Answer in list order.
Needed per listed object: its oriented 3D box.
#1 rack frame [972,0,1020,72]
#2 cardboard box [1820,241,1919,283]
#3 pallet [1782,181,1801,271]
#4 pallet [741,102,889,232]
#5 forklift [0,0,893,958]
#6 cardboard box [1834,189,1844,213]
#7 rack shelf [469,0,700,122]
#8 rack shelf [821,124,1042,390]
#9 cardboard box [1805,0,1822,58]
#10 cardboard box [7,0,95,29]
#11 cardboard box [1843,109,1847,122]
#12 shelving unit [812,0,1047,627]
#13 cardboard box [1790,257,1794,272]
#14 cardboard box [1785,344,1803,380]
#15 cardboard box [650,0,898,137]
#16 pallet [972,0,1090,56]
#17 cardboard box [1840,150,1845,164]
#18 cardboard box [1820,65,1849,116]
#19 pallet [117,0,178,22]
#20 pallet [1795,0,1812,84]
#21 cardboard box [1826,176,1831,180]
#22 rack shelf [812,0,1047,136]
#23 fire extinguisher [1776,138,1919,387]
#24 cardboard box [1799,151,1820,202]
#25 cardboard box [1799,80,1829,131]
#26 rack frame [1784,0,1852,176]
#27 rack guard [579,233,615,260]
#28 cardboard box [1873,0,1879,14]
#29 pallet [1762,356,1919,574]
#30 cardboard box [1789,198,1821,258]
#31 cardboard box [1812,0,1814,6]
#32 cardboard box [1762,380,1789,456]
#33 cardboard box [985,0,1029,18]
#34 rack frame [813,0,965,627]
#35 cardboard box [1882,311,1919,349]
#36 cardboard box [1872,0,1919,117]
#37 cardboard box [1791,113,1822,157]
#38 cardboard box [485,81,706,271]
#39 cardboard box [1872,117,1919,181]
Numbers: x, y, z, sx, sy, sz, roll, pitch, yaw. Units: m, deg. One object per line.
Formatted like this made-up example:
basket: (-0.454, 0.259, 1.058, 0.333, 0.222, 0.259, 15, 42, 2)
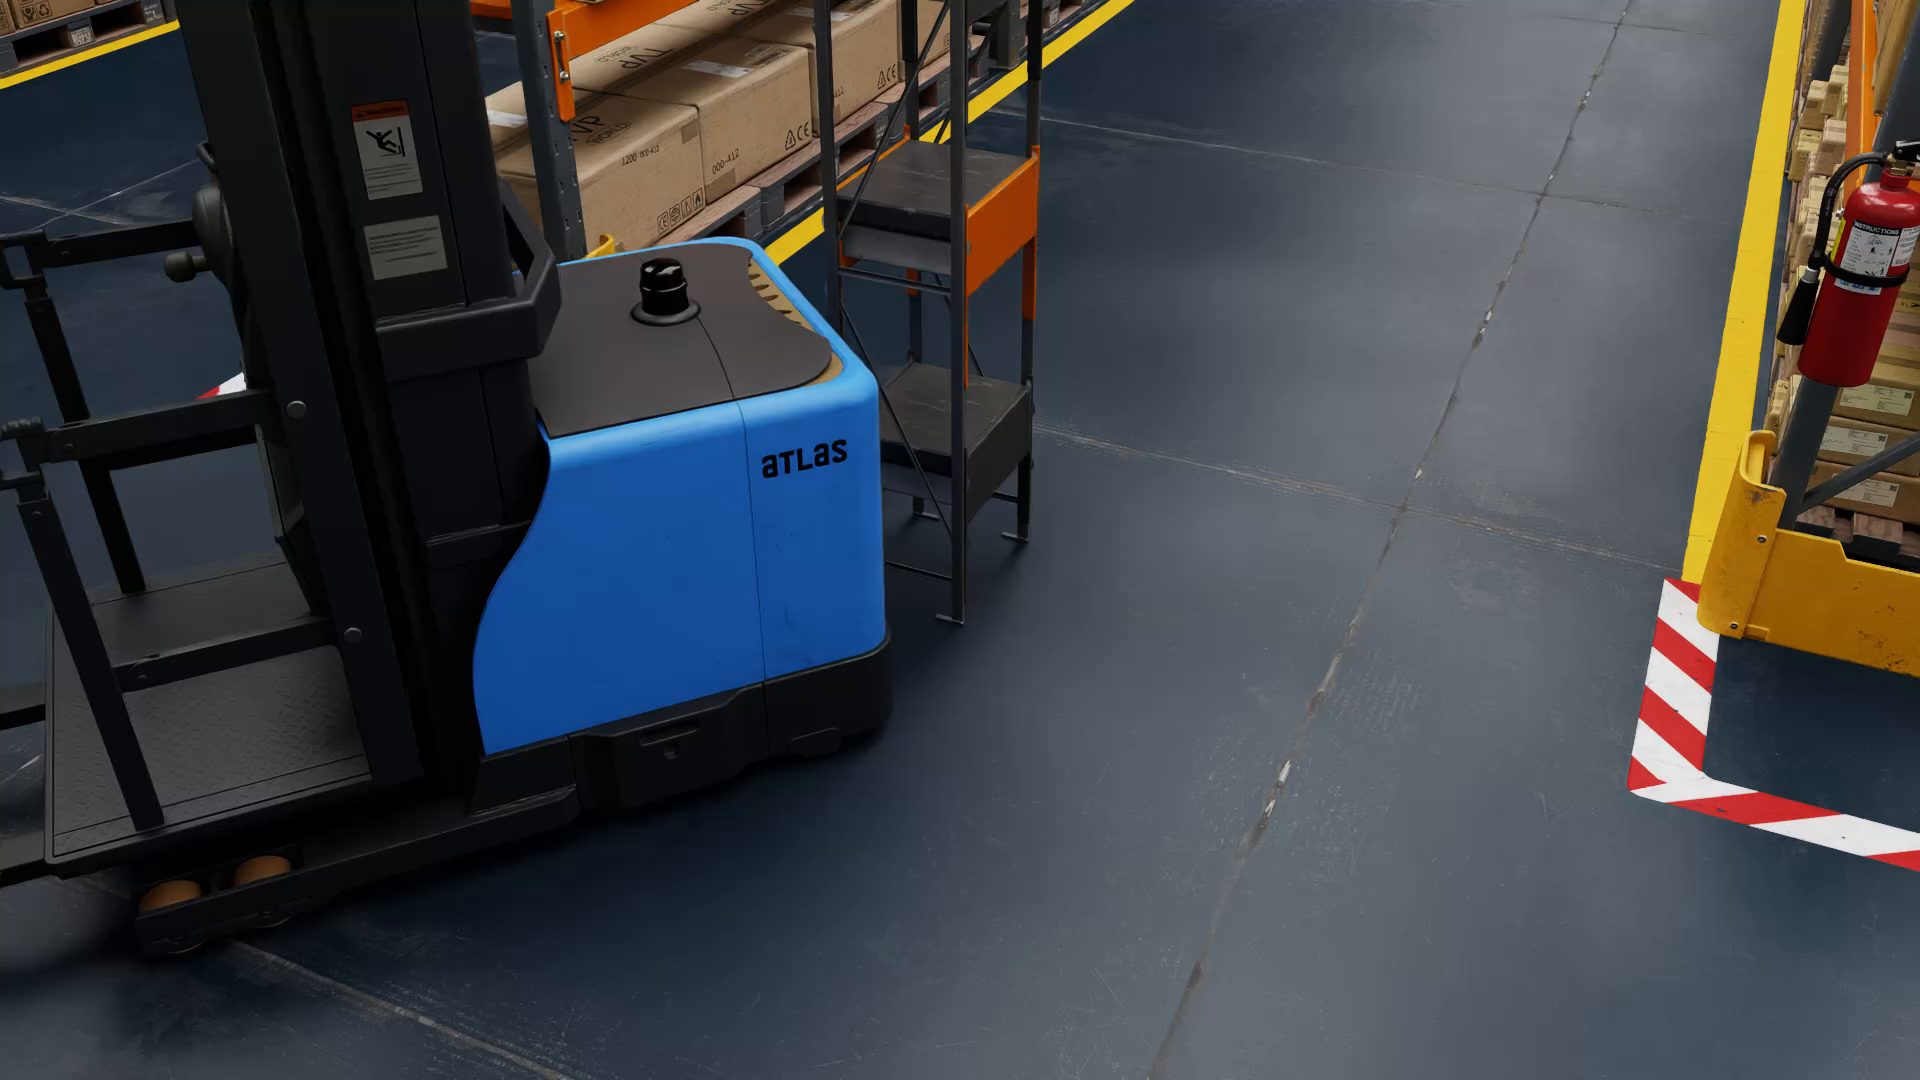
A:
rack frame: (-0.147, -3.987, 8.595, 1.000, 3.000, 0.127, 14, 36, 20)
cardboard box: (3.025, -0.848, 5.482, 0.380, 0.149, 0.250, 13, 35, 19)
pallet: (4.142, -1.393, 7.182, 1.003, 0.211, 1.213, 14, 36, 20)
pallet: (-1.046, -1.850, 7.879, 1.003, 0.211, 1.213, 14, 36, 20)
forklift: (-1.739, -0.610, 3.508, 3.031, 2.935, 1.130, -14, 36, -20)
cardboard box: (3.298, -1.100, 5.867, 0.380, 0.149, 0.250, 13, 35, 19)
rack shelf: (-0.984, -2.690, 7.273, 1.077, 0.370, 4.000, 14, 36, 20)
rack shelf: (-0.069, -0.784, 4.556, 0.431, 0.518, 0.480, 14, 36, 20)
cardboard box: (4.687, -2.714, 8.550, 0.500, 0.500, 0.500, 13, 36, 19)
cardboard box: (-5.284, -3.202, 9.294, 0.500, 0.500, 0.500, 15, 36, 21)
cardboard box: (3.740, -1.614, 6.650, 0.380, 0.149, 0.250, 13, 36, 19)
shelving unit: (-0.069, -0.796, 4.549, 0.431, 2.100, 0.503, 14, 36, 20)
cardboard box: (3.441, -1.122, 6.442, 0.380, 0.149, 0.250, 13, 35, 19)
cardboard box: (2.895, -0.605, 5.383, 0.380, 0.149, 0.250, 13, 35, 19)
cardboard box: (-0.882, -2.357, 8.063, 0.875, 0.438, 0.875, 13, 35, 19)
pallet: (0.107, -3.222, 9.972, 1.003, 0.211, 1.213, 14, 36, 20)
cardboard box: (3.520, -1.351, 6.250, 0.380, 0.149, 0.250, 13, 35, 19)
cardboard box: (3.890, -1.886, 7.066, 0.380, 0.149, 0.250, 16, 36, 23)
pallet: (-4.946, -3.616, 10.572, 1.003, 0.211, 1.213, 14, 36, 20)
pallet: (5.224, -2.733, 9.226, 1.003, 0.211, 1.213, 14, 36, 20)
cardboard box: (3.603, -1.361, 6.535, 0.380, 0.149, 0.250, 16, 36, 23)
rack shelf: (-0.069, -1.370, 4.172, 0.431, 0.518, 0.480, 14, 36, 20)
fire extinguisher: (2.193, -0.702, 3.995, 0.296, 0.674, 0.183, 14, 36, 20)
cardboard box: (3.779, -1.509, 7.033, 0.380, 0.149, 0.250, 14, 36, 20)
cardboard box: (3.949, -1.902, 7.361, 0.380, 0.149, 0.250, 16, 36, 23)
rack frame: (4.391, -2.902, 6.940, 1.000, 3.000, 0.127, 14, 36, 20)
rack guard: (-1.831, -0.937, 6.224, 1.175, 0.500, 0.348, 14, 36, 20)
cardboard box: (3.095, -1.869, 5.002, 0.500, 0.500, 0.500, 14, 36, 21)
pallet: (3.121, -0.178, 5.329, 1.003, 0.211, 1.213, 14, 36, 20)
cardboard box: (3.314, -1.133, 6.188, 0.380, 0.149, 0.250, 15, 36, 21)
cardboard box: (5.119, -3.222, 9.326, 0.500, 0.500, 0.500, 13, 36, 19)
cardboard box: (2.764, -0.354, 5.272, 0.380, 0.149, 0.250, 15, 36, 22)
cardboard box: (0.039, -3.601, 9.561, 0.875, 0.875, 0.875, 15, 36, 22)
rack frame: (-0.171, -0.674, 4.363, 0.400, 2.100, 0.015, 14, 36, 20)
cardboard box: (2.866, -0.575, 5.066, 0.380, 0.149, 0.250, 15, 36, 21)
cardboard box: (2.672, -1.359, 4.224, 0.500, 0.500, 0.500, 15, 36, 21)
cardboard box: (3.947, -1.777, 7.442, 0.380, 0.149, 0.250, 13, 35, 18)
cardboard box: (-1.636, -1.451, 6.680, 0.875, 0.438, 0.875, 13, 35, 19)
cardboard box: (2.597, -1.032, 4.317, 0.380, 0.149, 0.250, 14, 36, 21)
